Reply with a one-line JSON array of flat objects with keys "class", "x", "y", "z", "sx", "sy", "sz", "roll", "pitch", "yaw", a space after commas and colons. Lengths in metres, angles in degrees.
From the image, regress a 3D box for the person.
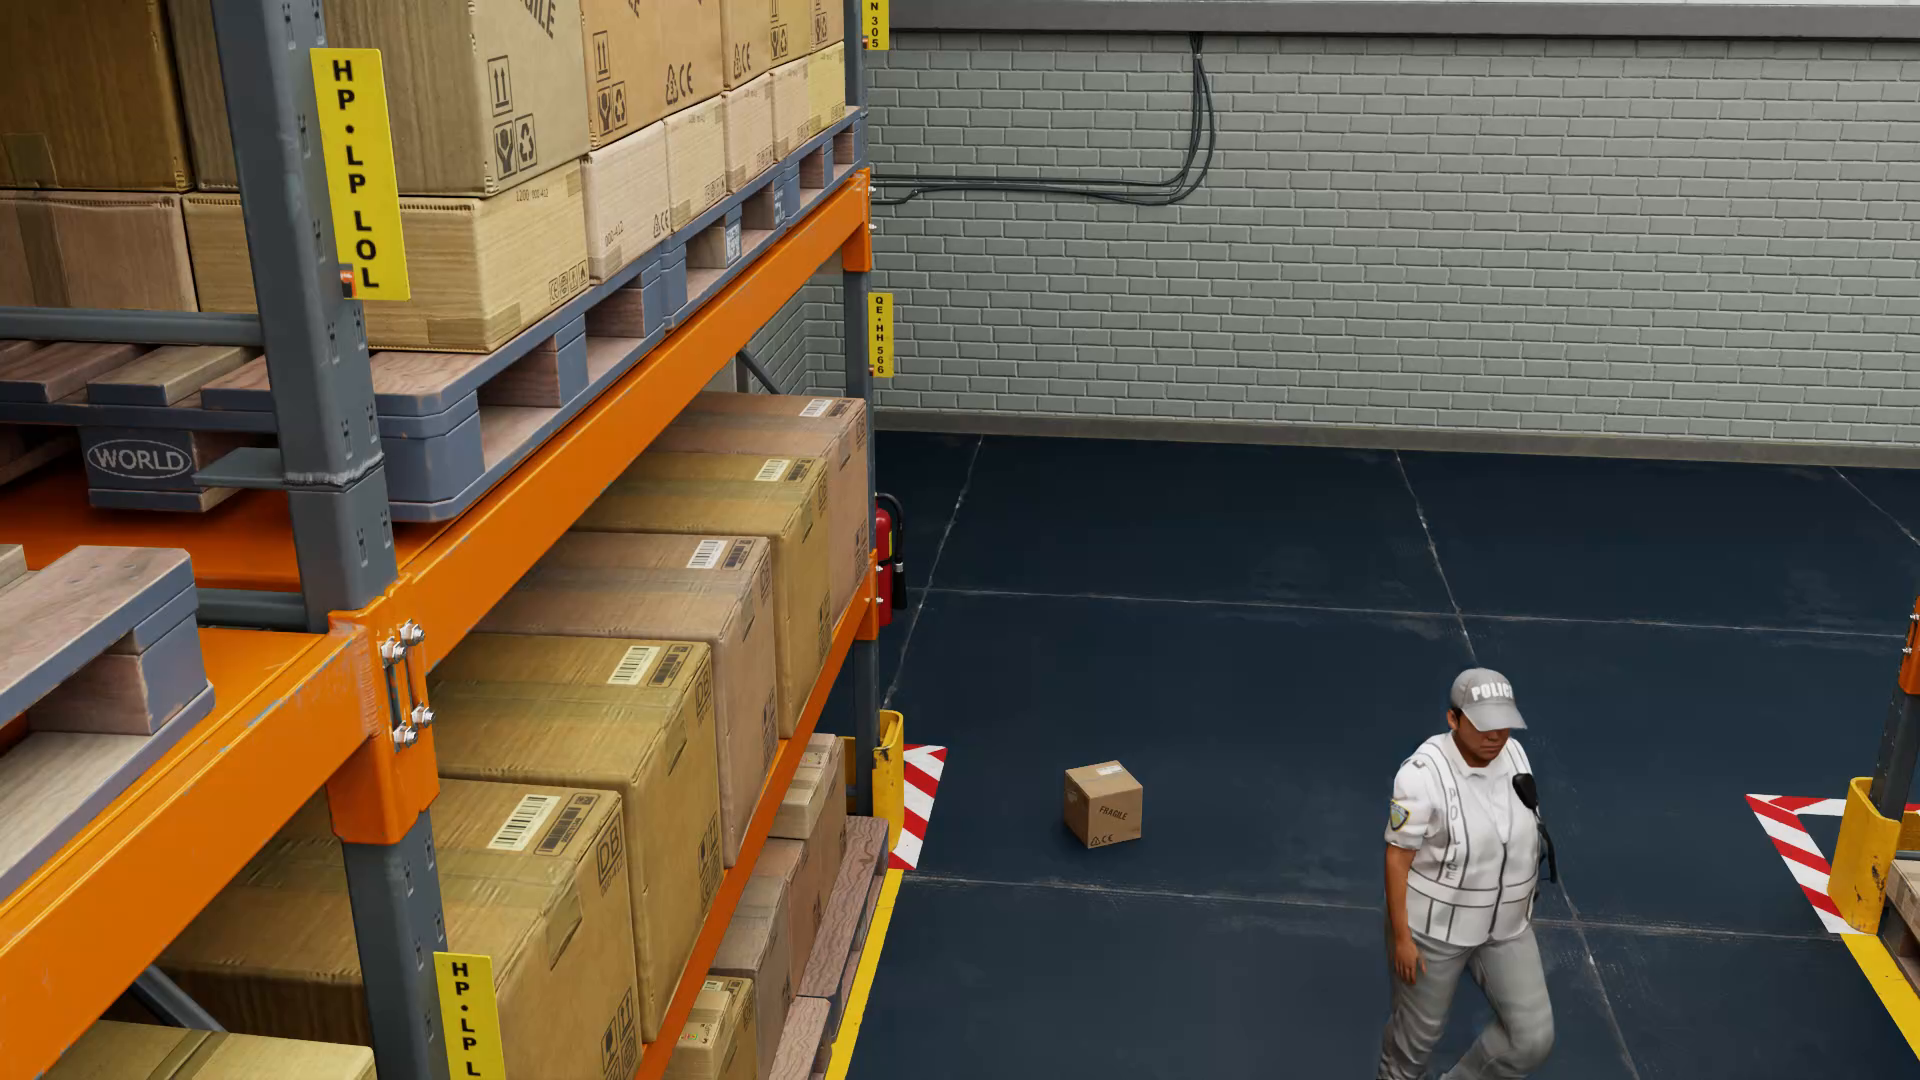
[{"class": "person", "x": 1.522, "y": 1.191, "z": 5.021, "sx": 0.511, "sy": 1.707, "sz": 0.474, "roll": -6, "pitch": 22, "yaw": -15}]
